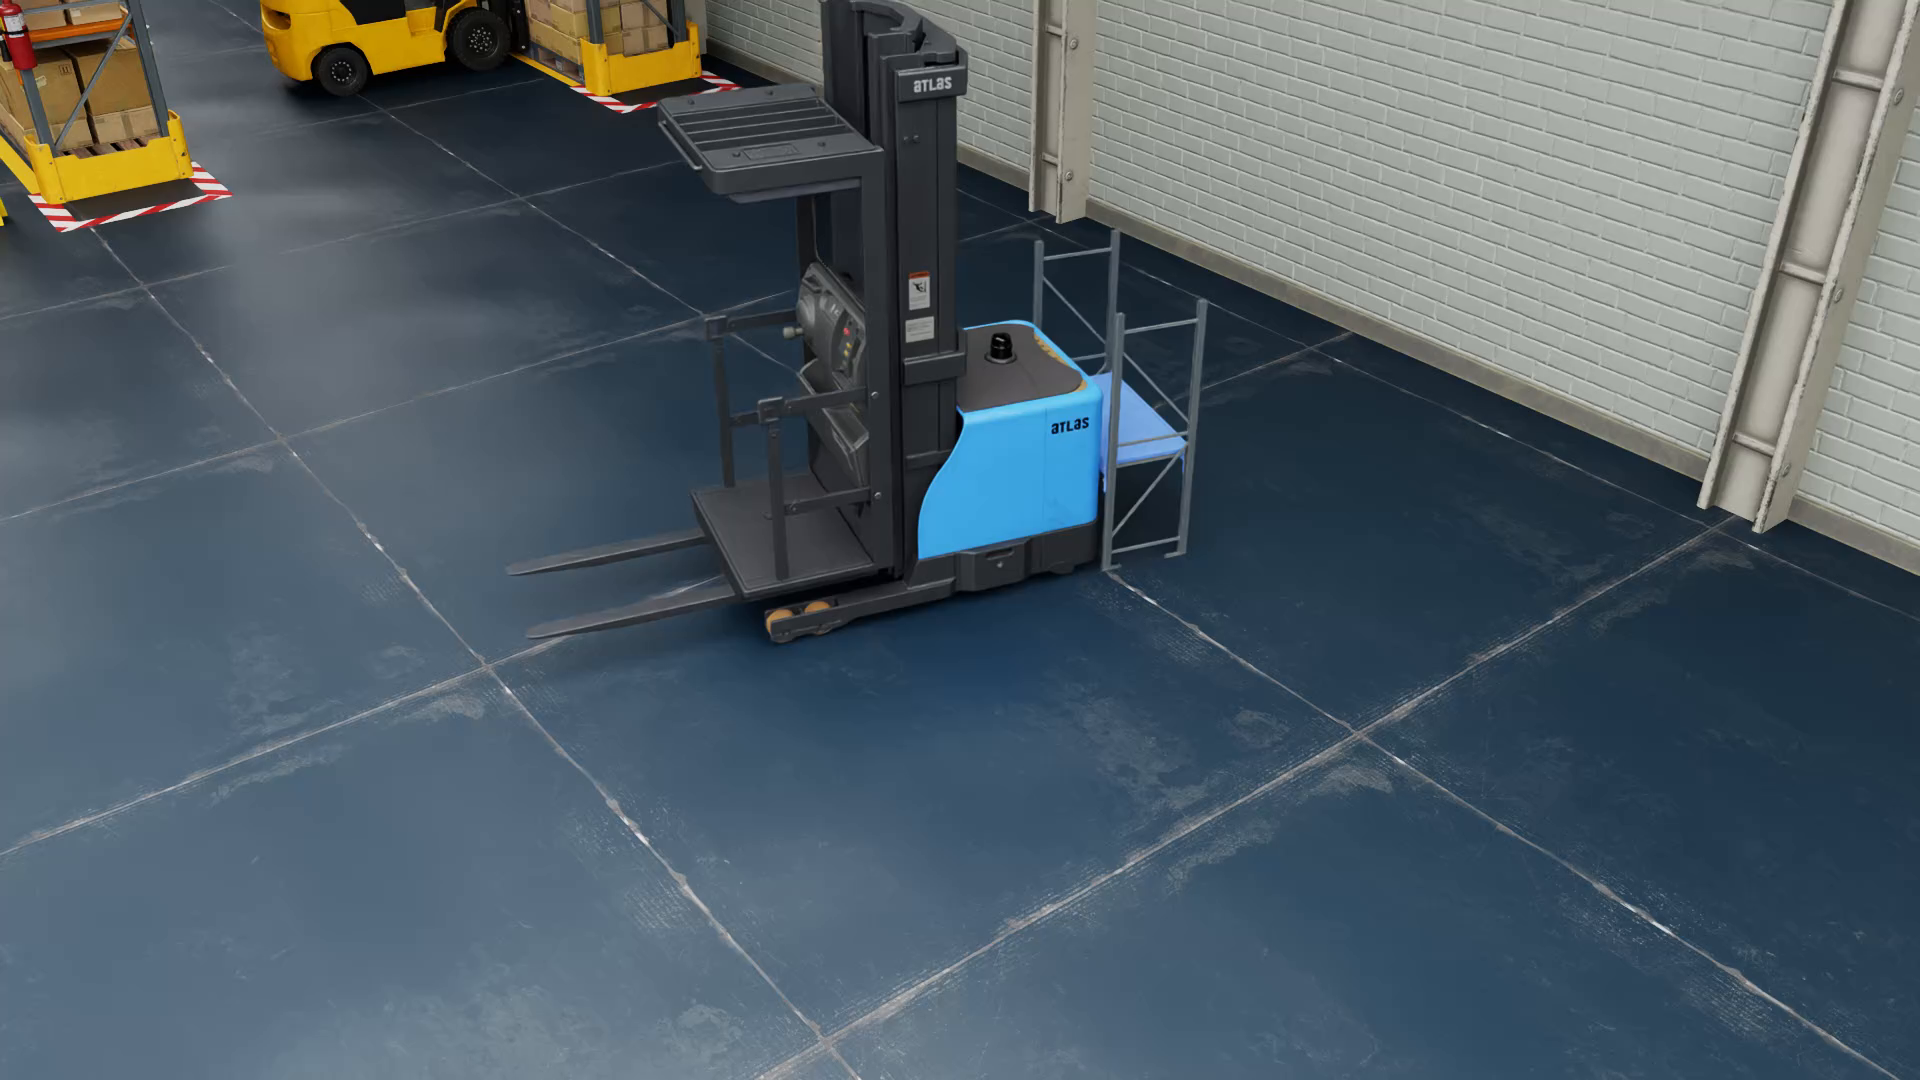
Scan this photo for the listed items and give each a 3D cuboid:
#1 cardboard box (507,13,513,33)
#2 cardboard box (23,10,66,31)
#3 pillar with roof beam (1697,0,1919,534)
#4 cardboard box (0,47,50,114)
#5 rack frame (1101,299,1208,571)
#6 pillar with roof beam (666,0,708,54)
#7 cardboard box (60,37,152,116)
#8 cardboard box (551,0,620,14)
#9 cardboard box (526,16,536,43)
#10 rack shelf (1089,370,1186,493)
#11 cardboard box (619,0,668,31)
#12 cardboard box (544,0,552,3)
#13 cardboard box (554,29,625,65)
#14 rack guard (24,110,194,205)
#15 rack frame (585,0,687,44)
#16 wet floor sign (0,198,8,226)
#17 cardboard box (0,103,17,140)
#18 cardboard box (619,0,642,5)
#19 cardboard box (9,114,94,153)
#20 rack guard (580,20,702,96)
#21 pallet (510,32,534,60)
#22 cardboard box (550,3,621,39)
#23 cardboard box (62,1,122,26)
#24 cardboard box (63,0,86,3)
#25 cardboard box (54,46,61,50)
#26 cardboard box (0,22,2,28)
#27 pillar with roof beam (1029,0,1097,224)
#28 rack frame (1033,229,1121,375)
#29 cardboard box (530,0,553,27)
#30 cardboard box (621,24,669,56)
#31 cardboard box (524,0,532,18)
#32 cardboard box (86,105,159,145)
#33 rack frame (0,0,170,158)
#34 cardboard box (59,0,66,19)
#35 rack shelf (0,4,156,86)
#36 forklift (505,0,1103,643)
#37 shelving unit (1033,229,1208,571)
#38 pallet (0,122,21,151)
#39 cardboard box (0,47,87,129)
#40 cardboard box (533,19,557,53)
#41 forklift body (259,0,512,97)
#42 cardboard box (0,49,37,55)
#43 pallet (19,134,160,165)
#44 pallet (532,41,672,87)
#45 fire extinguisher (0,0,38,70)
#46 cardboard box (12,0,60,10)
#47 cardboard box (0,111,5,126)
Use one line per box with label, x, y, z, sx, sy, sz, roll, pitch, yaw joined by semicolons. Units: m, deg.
cardboard box;-4.635;-5.595;17.623;0.500;0.250;0.500;-21;38;-30
cardboard box;-7.481;-4.232;13.459;0.380;0.149;0.250;-21;37;-30
pillar with roof beam;1.079;-2.596;4.901;9.100;9.000;0.400;-22;38;-31
cardboard box;-8.103;-4.047;14.420;0.500;0.500;0.500;-21;37;-30
rack frame;1.003;-0.522;8.668;0.500;1.500;0.032;-11;34;-18
pillar with roof beam;-6.280;-7.597;12.953;9.100;9.000;0.400;-22;38;-31
cardboard box;-7.374;-4.017;14.371;0.500;0.500;0.500;-24;39;-33
cardboard box;-3.693;-5.386;16.339;0.500;0.250;0.500;-21;37;-30
cardboard box;-4.299;-5.385;17.286;0.500;0.250;0.500;-22;38;-31
rack shelf;0.823;-0.620;9.166;0.538;0.185;1.000;-11;34;-18
cardboard box;-3.289;-5.346;16.748;0.500;0.250;0.500;-21;38;-31
cardboard box;-4.011;-5.597;16.679;0.500;0.250;0.500;-22;38;-31
cardboard box;-3.702;-4.964;16.607;0.500;0.250;0.500;-22;38;-31
rack guard;-7.130;-3.222;13.964;1.175;0.500;0.348;-22;38;-31
rack frame;-3.164;-5.860;15.842;1.000;3.000;0.127;-22;38;-31
wet floor sign;-7.812;-2.827;13.190;0.267;0.644;0.232;-10;33;-15
cardboard box;-8.103;-3.731;14.622;0.500;0.250;0.500;-22;38;-31
cardboard box;-3.310;-5.556;16.614;0.500;0.250;0.500;-23;39;-32
cardboard box;-7.806;-3.522;14.286;0.500;0.250;0.500;-22;38;-32
rack guard;-3.150;-4.788;16.485;1.175;0.500;0.348;-22;38;-31
pallet;-4.410;-5.488;17.887;1.003;0.211;1.213;-22;38;-31
cardboard box;-3.710;-5.184;16.488;0.500;0.250;0.500;-23;38;-32
cardboard box;-7.128;-4.354;13.656;0.380;0.149;0.250;-22;38;-31
cardboard box;-7.154;-4.708;13.611;0.500;0.500;0.500;-23;39;-32
cardboard box;-7.698;-4.233;14.720;0.500;0.500;0.500;-24;39;-33
cardboard box;-7.724;-4.302;13.571;0.380;0.149;0.250;-23;38;-32
pillar with roof beam;-2.601;-5.097;8.927;9.100;9.000;0.400;-22;38;-31
rack frame;0.643;-1.023;9.475;0.500;1.500;0.032;-11;34;-18
cardboard box;-4.009;-5.397;16.830;0.500;0.250;0.500;-23;38;-32
cardboard box;-3.311;-5.138;16.888;0.500;0.250;0.500;-22;38;-31
cardboard box;-4.342;-5.605;17.166;0.500;0.250;0.500;-23;39;-32
cardboard box;-7.359;-3.688;14.553;0.500;0.250;0.500;-23;38;-32
rack frame;-7.083;-4.252;13.253;1.000;3.000;0.127;-22;38;-31
cardboard box;-7.294;-4.455;13.817;0.380;0.149;0.250;-22;38;-31
rack shelf;-8.309;-4.780;14.785;1.077;0.370;4.000;-22;38;-31
forklift;-0.821;-1.042;8.150;3.031;2.935;1.130;-12;34;-19
shelving unit;0.823;-0.772;9.072;0.538;1.500;1.048;-11;34;-18
pallet;-8.344;-3.957;15.422;1.003;0.211;1.213;-22;38;-31
cardboard box;-7.780;-3.831;14.072;0.500;0.500;0.500;-22;38;-31
cardboard box;-3.999;-5.174;16.946;0.500;0.250;0.500;-22;38;-31
forklift body;-5.768;-5.699;16.388;2.313;2.155;1.214;-22;38;-31
cardboard box;-8.058;-4.237;14.112;0.380;0.149;0.250;-21;38;-30
pallet;-7.600;-3.449;14.604;1.003;0.211;1.213;-22;38;-31
pallet;-3.666;-4.980;17.069;1.003;0.211;1.213;-22;38;-31
fire extinguisher;-7.377;-4.023;12.957;0.296;0.674;0.183;-22;38;-31
cardboard box;-7.633;-4.558;13.369;0.500;0.500;0.500;-23;39;-32
cardboard box;-8.428;-3.947;14.970;0.500;0.250;0.500;-24;39;-33
